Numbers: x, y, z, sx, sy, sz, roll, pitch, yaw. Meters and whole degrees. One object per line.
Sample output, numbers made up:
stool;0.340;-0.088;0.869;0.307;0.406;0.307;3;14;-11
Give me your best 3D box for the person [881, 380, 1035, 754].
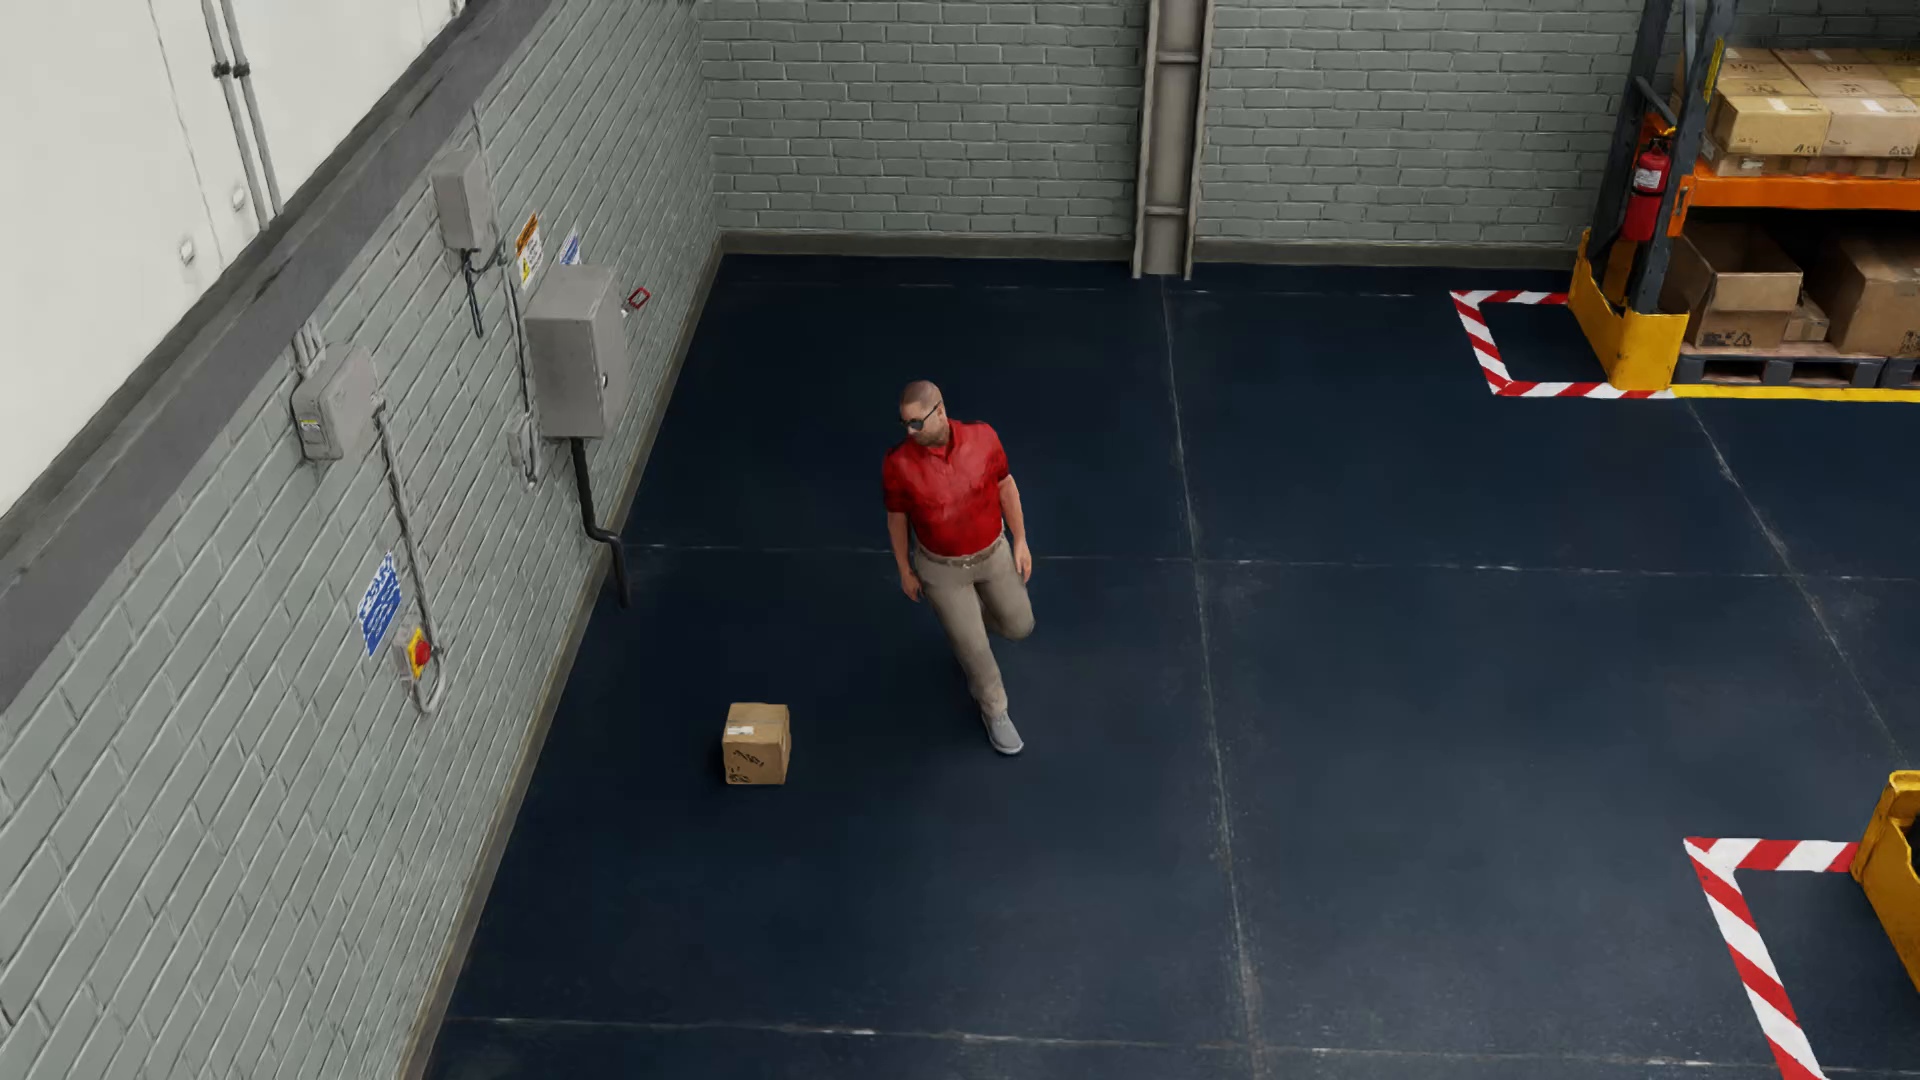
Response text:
person;0.011;0.094;7.045;0.614;1.668;0.718;-12;37;-16
